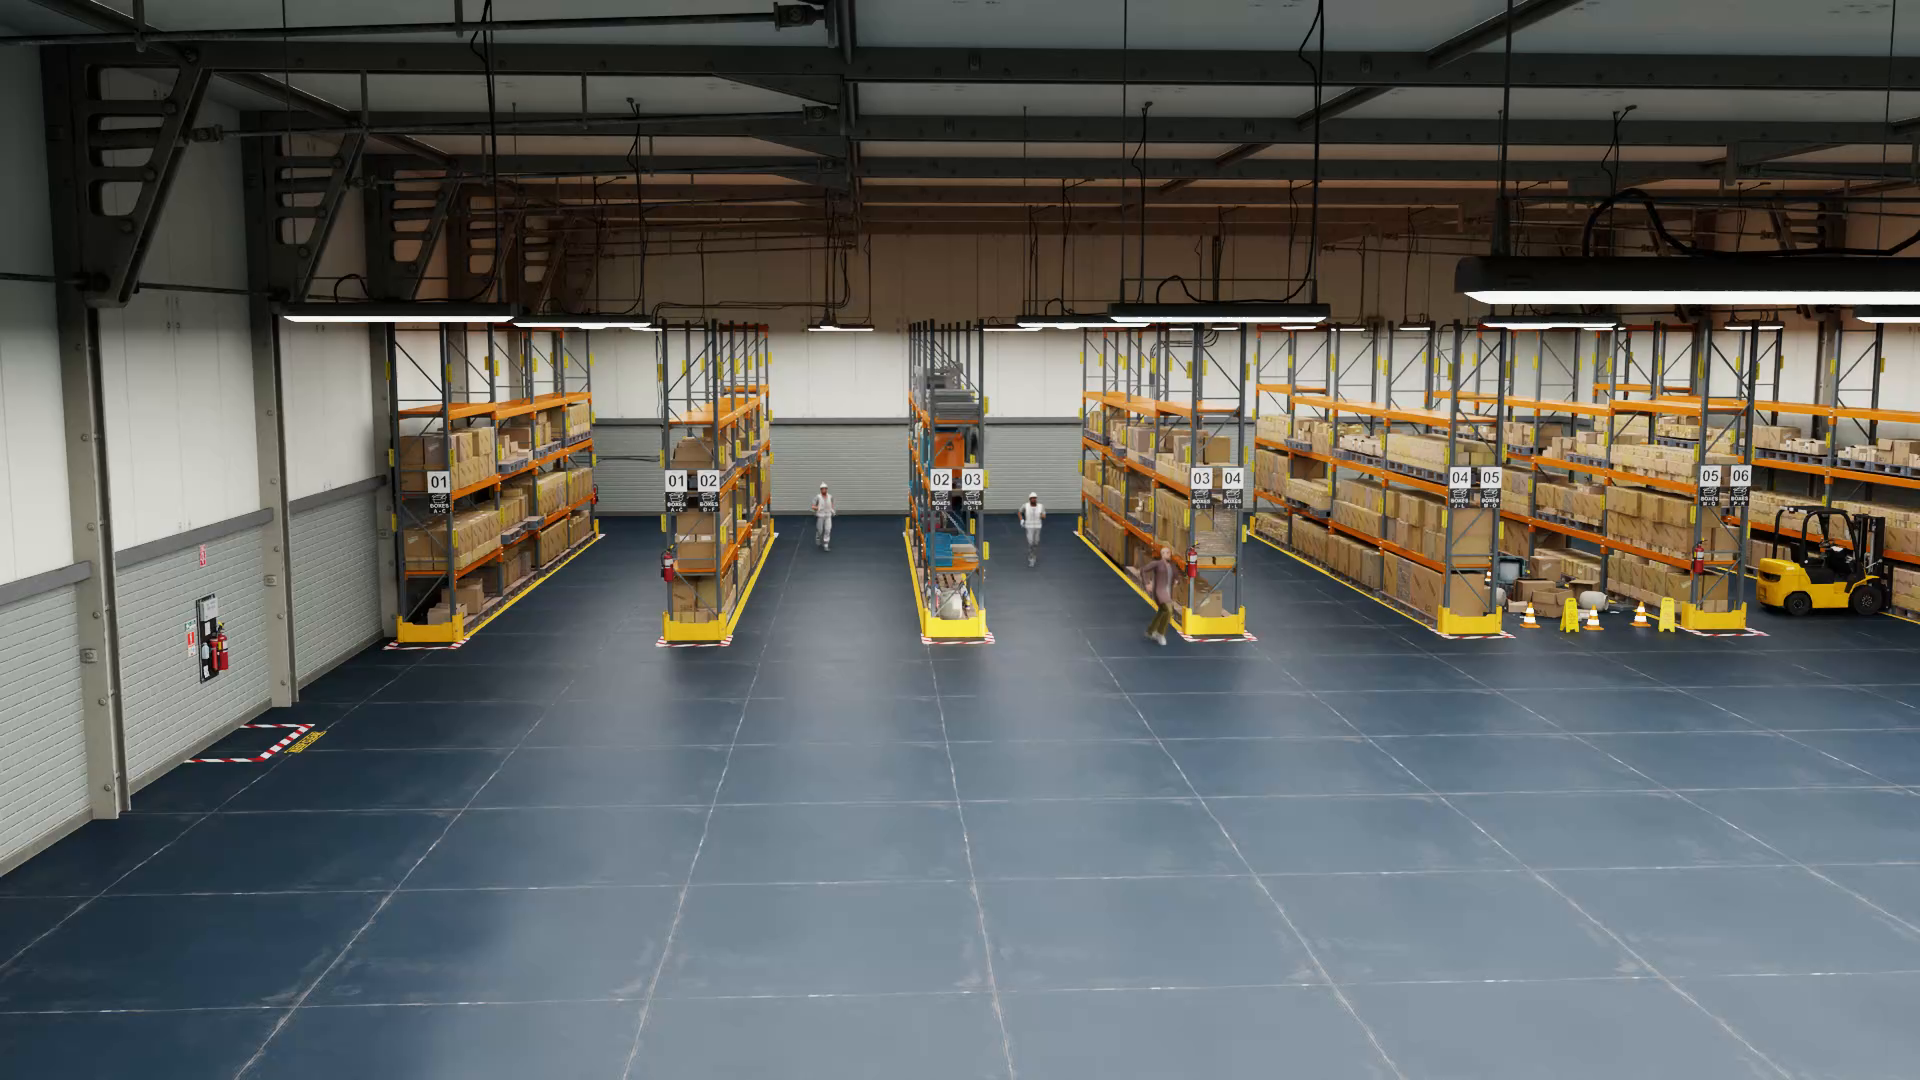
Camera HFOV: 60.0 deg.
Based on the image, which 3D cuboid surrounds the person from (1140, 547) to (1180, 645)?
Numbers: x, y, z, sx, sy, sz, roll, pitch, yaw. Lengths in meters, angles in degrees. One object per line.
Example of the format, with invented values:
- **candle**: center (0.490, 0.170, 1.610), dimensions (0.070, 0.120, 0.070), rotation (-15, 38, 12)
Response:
- **person**: center (3.777, 1.035, 31.041), dimensions (0.708, 1.802, 0.712), rotation (-7, 10, -44)

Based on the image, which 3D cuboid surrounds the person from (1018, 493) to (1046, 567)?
- **person**: center (1.817, -0.265, 41.306), dimensions (0.661, 1.835, 0.751), rotation (-1, 7, -11)

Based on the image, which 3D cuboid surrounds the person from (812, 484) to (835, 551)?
- **person**: center (-3.626, -0.612, 44.136), dimensions (0.664, 1.764, 0.847), rotation (-3, 8, -21)
